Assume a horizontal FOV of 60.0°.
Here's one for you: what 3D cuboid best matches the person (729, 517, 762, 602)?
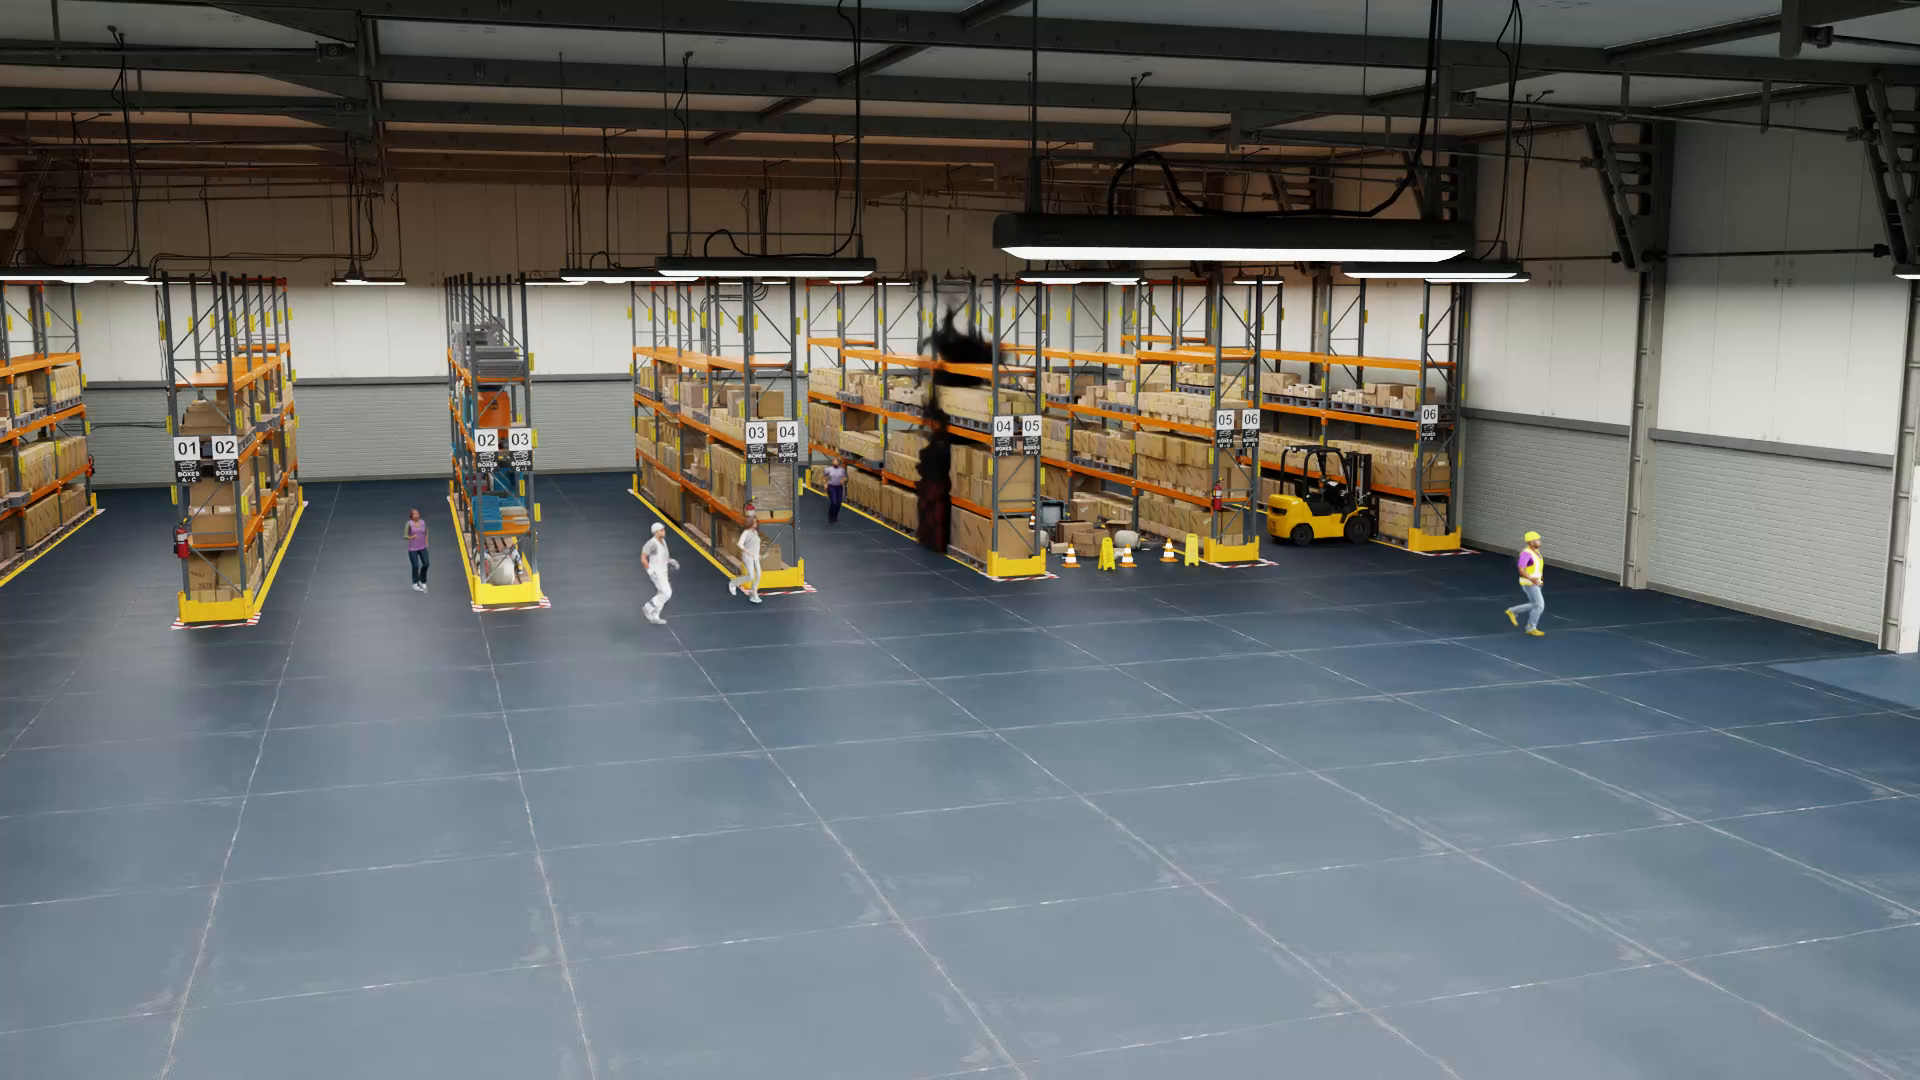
[{"bbox_3d":[-3.871,0.345,30.712,0.702,1.538,0.594,4,9,23],"label":"person"}]

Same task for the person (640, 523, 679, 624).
[{"bbox_3d":[-5.142,0.569,28.519,0.584,1.749,0.669,2,9,12],"label":"person"}]

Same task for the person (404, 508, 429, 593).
[{"bbox_3d":[-10.256,0.206,31.486,0.517,1.594,0.639,-5,10,-31],"label":"person"}]

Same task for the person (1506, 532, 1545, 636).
[{"bbox_3d":[9.441,0.714,27.630,0.623,1.718,0.722,5,10,30],"label":"person"}]

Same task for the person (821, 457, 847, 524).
[{"bbox_3d":[-3.040,-1.207,40.644,0.578,1.641,0.653,-4,10,-26],"label":"person"}]
